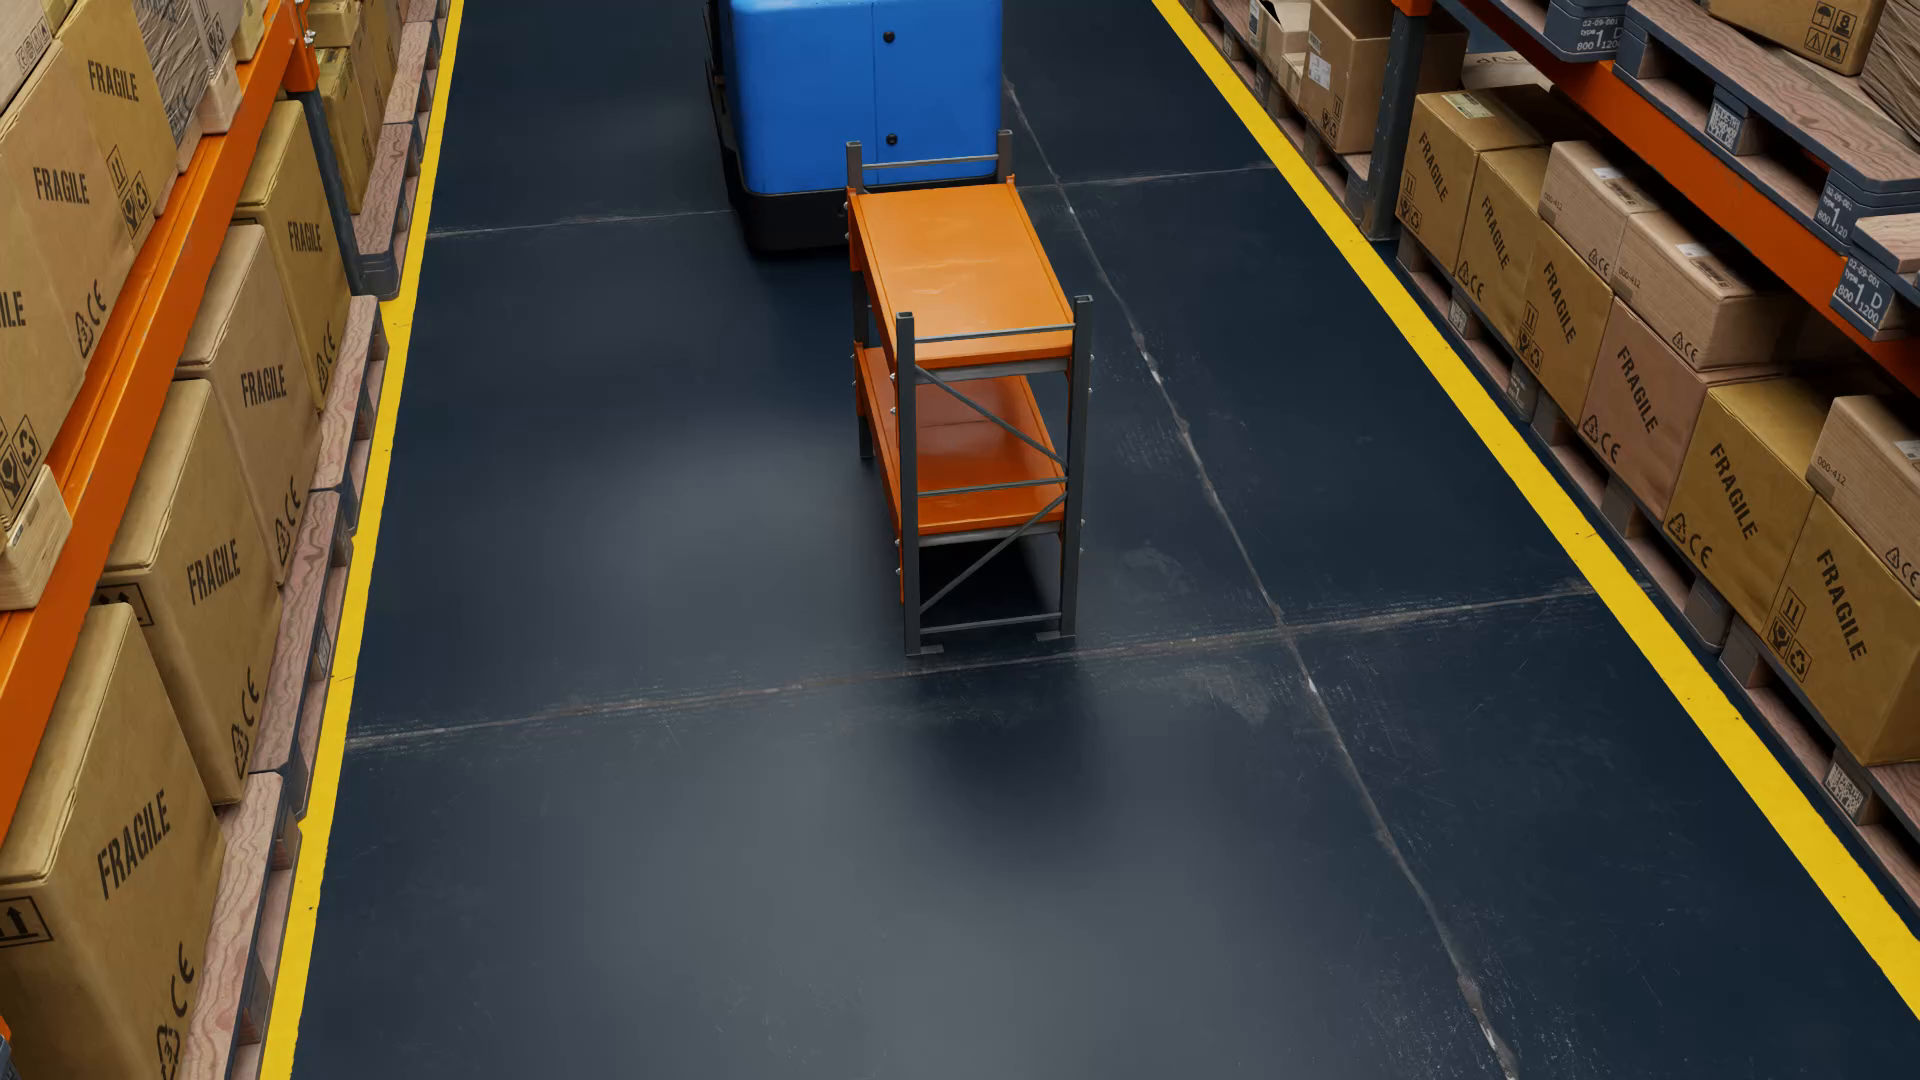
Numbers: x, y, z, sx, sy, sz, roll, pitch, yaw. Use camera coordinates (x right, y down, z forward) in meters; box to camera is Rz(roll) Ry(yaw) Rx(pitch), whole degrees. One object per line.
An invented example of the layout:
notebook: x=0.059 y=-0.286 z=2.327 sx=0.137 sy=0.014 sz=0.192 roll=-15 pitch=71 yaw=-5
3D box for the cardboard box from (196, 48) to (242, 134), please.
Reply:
cardboard box: x=-2.207 y=-1.224 z=4.570 sx=0.380 sy=0.149 sz=0.250 roll=-6 pitch=38 yaw=-8

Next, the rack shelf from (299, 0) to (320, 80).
rack shelf: x=-3.068 y=-2.878 z=7.096 sx=1.077 sy=0.370 sz=4.000 roll=-6 pitch=38 yaw=-8

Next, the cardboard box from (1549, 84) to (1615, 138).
cardboard box: x=2.527 y=-1.408 z=6.297 sx=0.500 sy=0.500 sz=0.500 roll=-6 pitch=38 yaw=-8

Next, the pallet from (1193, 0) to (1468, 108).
pallet: x=1.822 y=-2.541 z=8.349 sx=1.003 sy=0.211 sz=1.213 roll=-6 pitch=38 yaw=-8

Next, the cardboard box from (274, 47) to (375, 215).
cardboard box: x=-2.748 y=-1.595 z=6.554 sx=0.700 sy=0.500 sz=0.500 roll=-6 pitch=38 yaw=-7

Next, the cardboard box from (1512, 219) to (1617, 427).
cardboard box: x=2.188 y=-0.734 z=5.428 sx=0.500 sy=0.500 sz=0.500 roll=-6 pitch=38 yaw=-7

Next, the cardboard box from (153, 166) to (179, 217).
cardboard box: x=-2.200 y=-0.917 z=4.174 sx=0.380 sy=0.149 sz=0.250 roll=-7 pitch=38 yaw=-9

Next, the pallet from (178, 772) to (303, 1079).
pallet: x=-2.080 y=1.079 z=3.689 sx=1.003 sy=0.211 sz=1.213 roll=-6 pitch=38 yaw=-8

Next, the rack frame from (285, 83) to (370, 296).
rack frame: x=-2.717 y=-1.954 z=5.320 sx=1.000 sy=3.000 sz=0.127 roll=-6 pitch=38 yaw=-8

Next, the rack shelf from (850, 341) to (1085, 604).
rack shelf: x=-0.001 y=-0.255 z=5.060 sx=0.538 sy=0.278 sz=1.000 roll=-6 pitch=38 yaw=-8

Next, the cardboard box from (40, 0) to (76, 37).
cardboard box: x=-2.124 y=-1.235 z=3.443 sx=0.500 sy=0.250 sz=0.500 roll=-7 pitch=38 yaw=-9

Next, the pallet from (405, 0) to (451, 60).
pallet: x=-3.202 y=-2.794 z=8.675 sx=1.003 sy=0.211 sz=1.213 roll=-6 pitch=38 yaw=-8

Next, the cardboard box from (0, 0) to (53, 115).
cardboard box: x=-2.028 y=-0.927 z=3.047 sx=0.500 sy=0.250 sz=0.500 roll=-6 pitch=38 yaw=-8

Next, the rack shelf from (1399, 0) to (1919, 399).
rack shelf: x=2.509 y=-0.997 z=4.675 sx=1.077 sy=0.370 sz=4.000 roll=-6 pitch=38 yaw=-8

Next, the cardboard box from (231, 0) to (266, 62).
cardboard box: x=-2.312 y=-1.539 z=4.974 sx=0.380 sy=0.149 sz=0.250 roll=-6 pitch=38 yaw=-7

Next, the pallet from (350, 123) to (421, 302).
pallet: x=-2.774 y=-1.320 z=6.778 sx=1.003 sy=0.211 sz=1.213 roll=-6 pitch=38 yaw=-8

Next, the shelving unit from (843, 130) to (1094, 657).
shelving unit: x=-0.001 y=-0.448 z=4.910 sx=0.538 sy=1.125 sz=1.048 roll=-6 pitch=38 yaw=-8

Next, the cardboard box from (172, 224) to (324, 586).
cardboard box: x=-2.317 y=-0.356 z=4.673 sx=0.750 sy=0.750 sz=0.750 roll=-5 pitch=38 yaw=-7

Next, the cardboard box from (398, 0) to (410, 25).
cardboard box: x=-3.110 y=-2.834 z=8.149 sx=0.700 sy=0.500 sz=0.500 roll=-6 pitch=38 yaw=-8

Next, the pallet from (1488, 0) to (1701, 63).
pallet: x=2.191 y=-1.919 z=5.431 sx=1.003 sy=0.211 sz=1.213 roll=-6 pitch=38 yaw=-8

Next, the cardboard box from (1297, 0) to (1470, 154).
cardboard box: x=1.780 y=-1.989 z=7.044 sx=0.500 sy=0.500 sz=0.500 roll=-6 pitch=38 yaw=-8

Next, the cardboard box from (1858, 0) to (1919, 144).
cardboard box: x=2.666 y=-1.219 z=3.951 sx=0.700 sy=0.500 sz=0.500 roll=0 pitch=38 yaw=1

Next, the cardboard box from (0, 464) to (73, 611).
cardboard box: x=-1.845 y=0.007 z=2.985 sx=0.380 sy=0.149 sz=0.250 roll=-5 pitch=38 yaw=-7

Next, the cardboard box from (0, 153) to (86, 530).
cardboard box: x=-1.932 y=-0.341 z=2.904 sx=0.500 sy=0.500 sz=0.500 roll=-5 pitch=38 yaw=-6

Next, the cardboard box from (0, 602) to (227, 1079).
cardboard box: x=-2.016 y=0.687 z=3.331 sx=0.750 sy=0.750 sz=0.750 roll=-7 pitch=38 yaw=-9

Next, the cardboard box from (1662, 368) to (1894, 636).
cardboard box: x=2.375 y=-0.112 z=4.628 sx=0.500 sy=0.500 sz=0.500 roll=-8 pitch=38 yaw=-10

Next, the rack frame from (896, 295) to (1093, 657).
rack frame: x=0.088 y=-0.141 z=4.515 sx=0.500 sy=1.125 sz=0.032 roll=-6 pitch=38 yaw=-8

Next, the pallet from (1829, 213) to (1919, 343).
pallet: x=2.672 y=-0.399 z=3.475 sx=1.213 sy=0.211 sz=1.003 roll=-6 pitch=38 yaw=-8

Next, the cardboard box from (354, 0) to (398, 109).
cardboard box: x=-2.920 y=-2.209 z=7.344 sx=0.700 sy=0.500 sz=0.500 roll=-5 pitch=38 yaw=-7

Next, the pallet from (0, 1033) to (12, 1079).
pallet: x=-1.786 y=0.957 z=1.730 sx=1.213 sy=0.211 sz=1.003 roll=-6 pitch=38 yaw=-8

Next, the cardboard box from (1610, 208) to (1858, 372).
cardboard box: x=2.268 y=-0.746 z=4.833 sx=0.500 sy=0.250 sz=0.500 roll=-7 pitch=38 yaw=-9

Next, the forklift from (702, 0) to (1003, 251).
forklift: x=-0.611 y=-3.213 z=6.996 sx=1.130 sy=2.935 sz=3.031 roll=-7 pitch=38 yaw=-9

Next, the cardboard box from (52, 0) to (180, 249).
cardboard box: x=-2.117 y=-0.955 z=3.693 sx=0.500 sy=0.500 sz=0.500 roll=-5 pitch=38 yaw=-7

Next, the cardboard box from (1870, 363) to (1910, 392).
cardboard box: x=2.881 y=-0.184 z=4.721 sx=0.500 sy=0.500 sz=0.500 roll=-7 pitch=38 yaw=-9

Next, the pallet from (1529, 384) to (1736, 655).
pallet: x=2.556 y=-0.162 z=5.287 sx=1.003 sy=0.211 sz=1.213 roll=-6 pitch=38 yaw=-8

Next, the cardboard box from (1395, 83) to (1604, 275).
cardboard box: x=2.004 y=-1.357 z=6.231 sx=0.500 sy=0.500 sz=0.500 roll=-8 pitch=39 yaw=-10

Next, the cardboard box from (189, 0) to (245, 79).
cardboard box: x=-2.289 y=-1.560 z=4.473 sx=0.500 sy=0.500 sz=0.500 roll=-6 pitch=38 yaw=-8

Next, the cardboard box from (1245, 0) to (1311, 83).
cardboard box: x=1.648 y=-2.368 z=7.686 sx=0.500 sy=0.311 sz=0.500 roll=-6 pitch=38 yaw=-8
